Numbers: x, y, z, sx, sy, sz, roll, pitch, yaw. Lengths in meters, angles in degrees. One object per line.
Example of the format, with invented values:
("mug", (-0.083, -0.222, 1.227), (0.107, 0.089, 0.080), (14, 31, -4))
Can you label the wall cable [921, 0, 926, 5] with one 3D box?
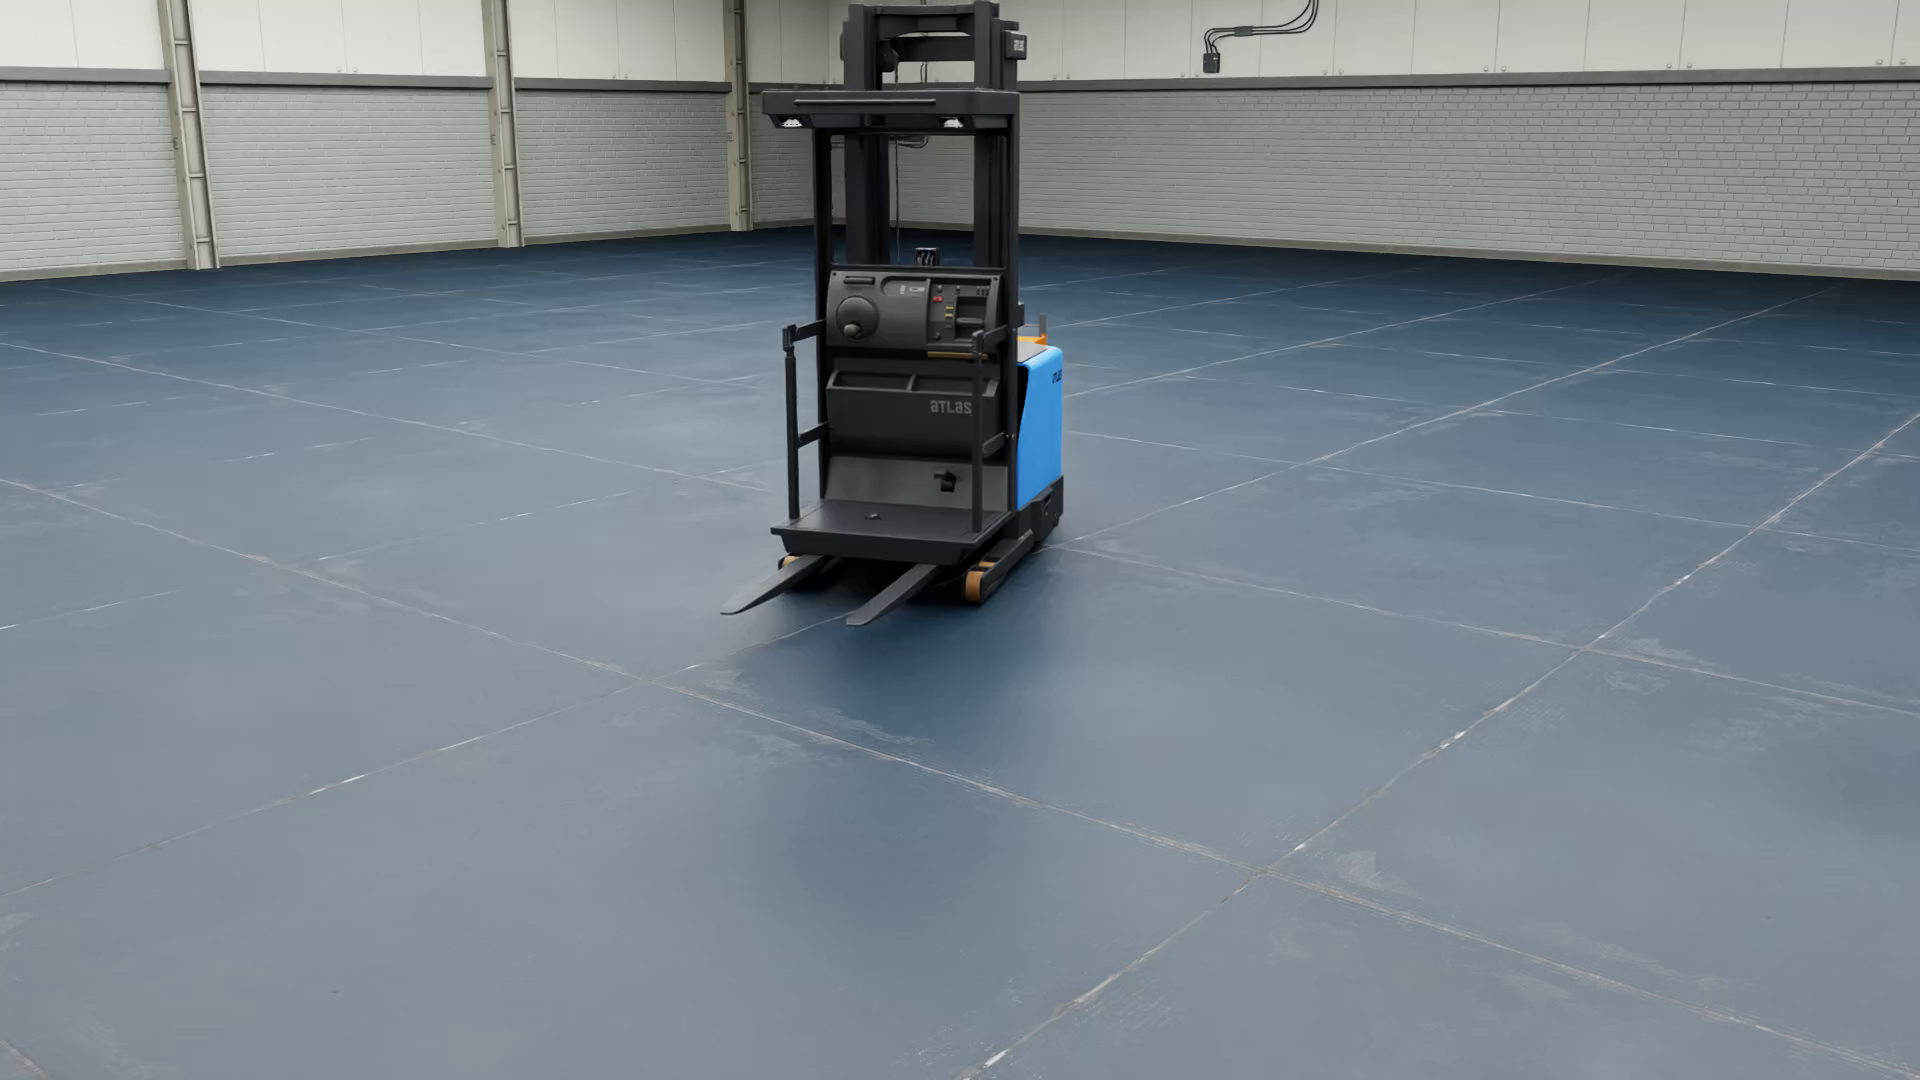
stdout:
("wall cable", (0.252, -11.953, 34.446), (3.097, 2.526, 0.112), (11, 18, 38))

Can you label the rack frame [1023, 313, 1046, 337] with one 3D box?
("rack frame", (0.325, -0.953, 11.091), (0.500, 1.125, 0.032), (5, 15, 19))

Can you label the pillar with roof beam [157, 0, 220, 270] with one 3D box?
("pillar with roof beam", (-8.926, -8.105, 23.250), (9.100, 9.000, 0.400), (11, 18, 38))

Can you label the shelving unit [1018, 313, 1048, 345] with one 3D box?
("shelving unit", (0.155, -0.835, 10.627), (0.538, 1.125, 1.048), (5, 15, 19))

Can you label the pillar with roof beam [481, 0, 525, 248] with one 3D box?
("pillar with roof beam", (-5.155, -9.254, 27.773), (9.100, 9.000, 0.400), (11, 18, 38))

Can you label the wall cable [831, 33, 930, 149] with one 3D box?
("wall cable", (-1.852, -9.924, 36.716), (3.097, 2.526, 0.112), (11, 18, 38))

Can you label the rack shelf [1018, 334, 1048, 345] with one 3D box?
("rack shelf", (0.155, -1.119, 10.555), (0.538, 0.278, 1.000), (5, 15, 19))

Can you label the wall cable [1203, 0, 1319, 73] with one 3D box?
("wall cable", (5.522, -11.605, 30.120), (2.305, 6.003, 0.169), (11, 18, 38))

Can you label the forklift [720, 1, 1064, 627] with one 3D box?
("forklift", (-0.308, -1.211, 8.436), (1.130, 2.935, 3.031), (4, 15, 17))

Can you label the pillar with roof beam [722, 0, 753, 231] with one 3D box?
("pillar with roof beam", (-1.384, -10.403, 32.296), (9.100, 9.000, 0.400), (11, 18, 38))
